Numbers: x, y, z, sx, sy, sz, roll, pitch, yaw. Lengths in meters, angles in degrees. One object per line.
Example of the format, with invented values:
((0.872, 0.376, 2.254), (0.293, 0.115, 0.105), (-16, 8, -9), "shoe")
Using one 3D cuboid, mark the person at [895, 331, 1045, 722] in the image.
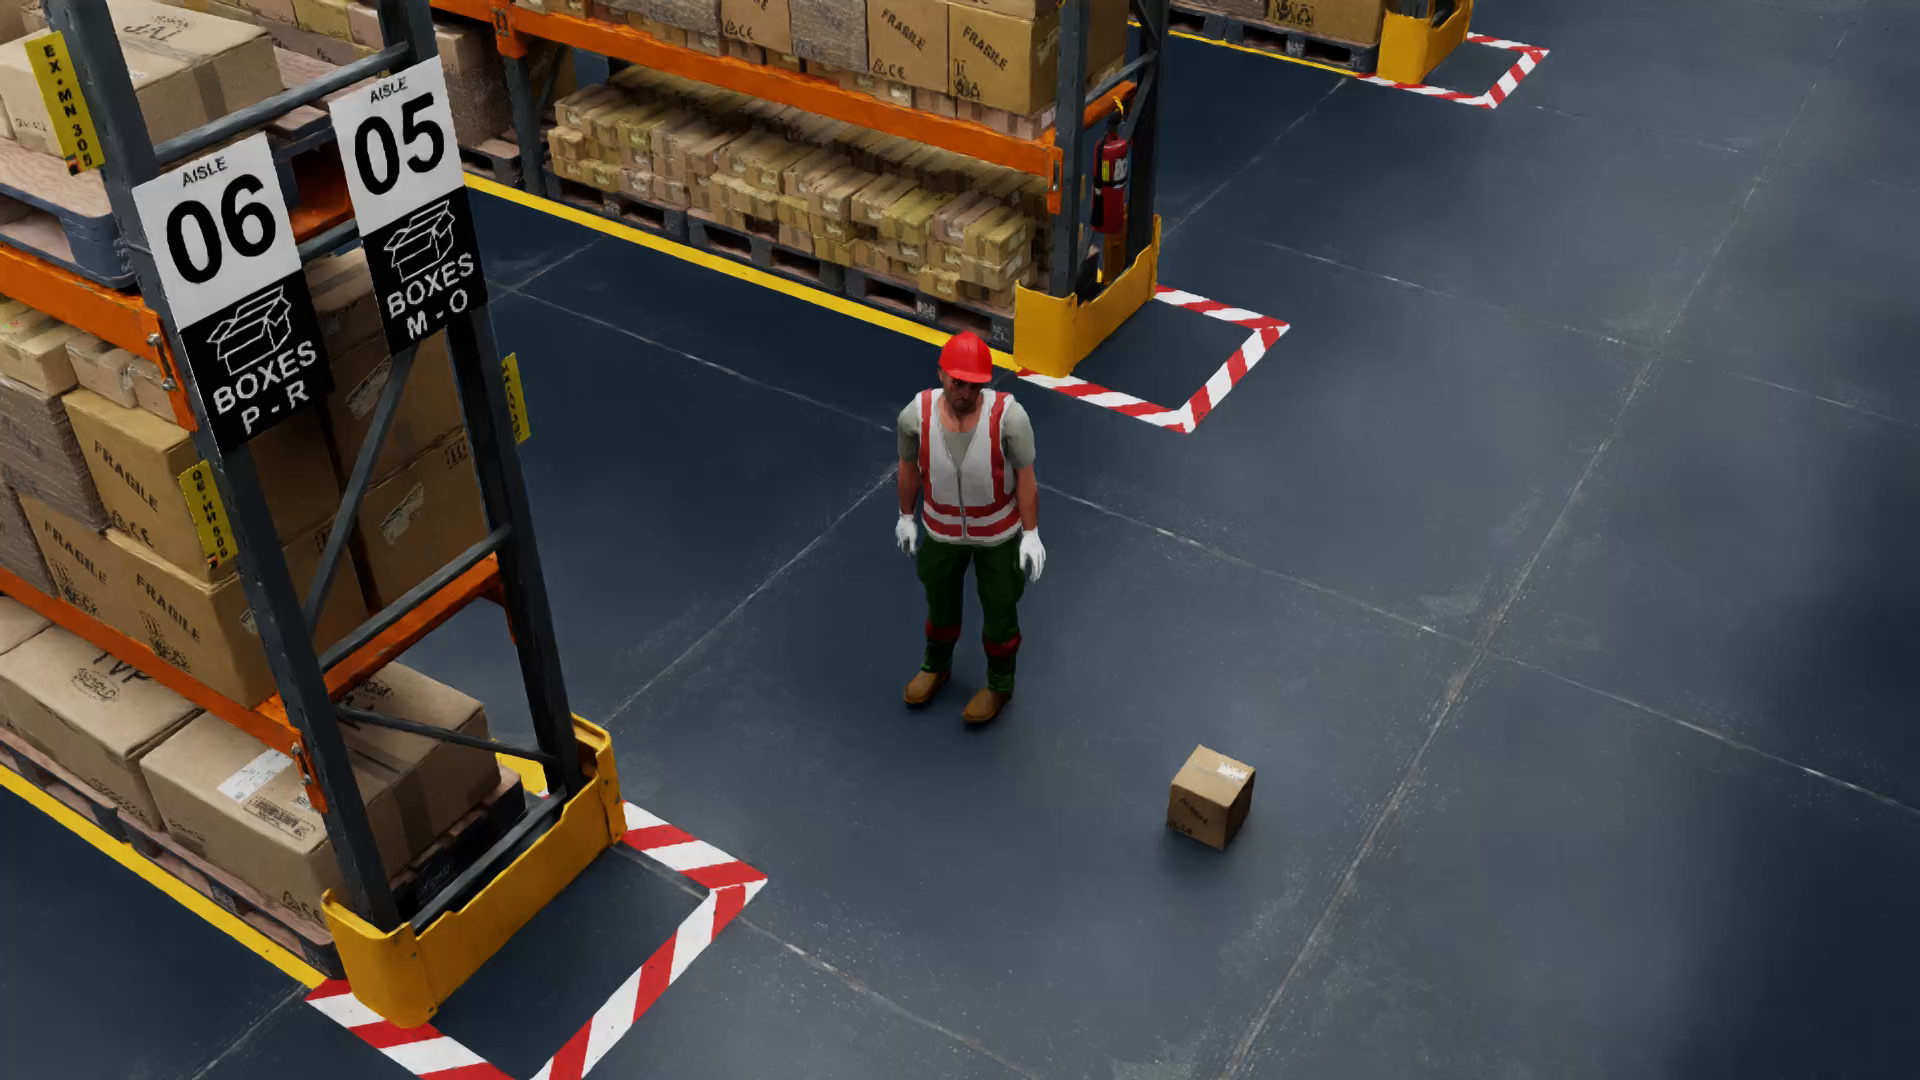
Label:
((0.037, -0.029, 6.655), (0.634, 1.796, 0.384), (7, 39, 9), "person")
